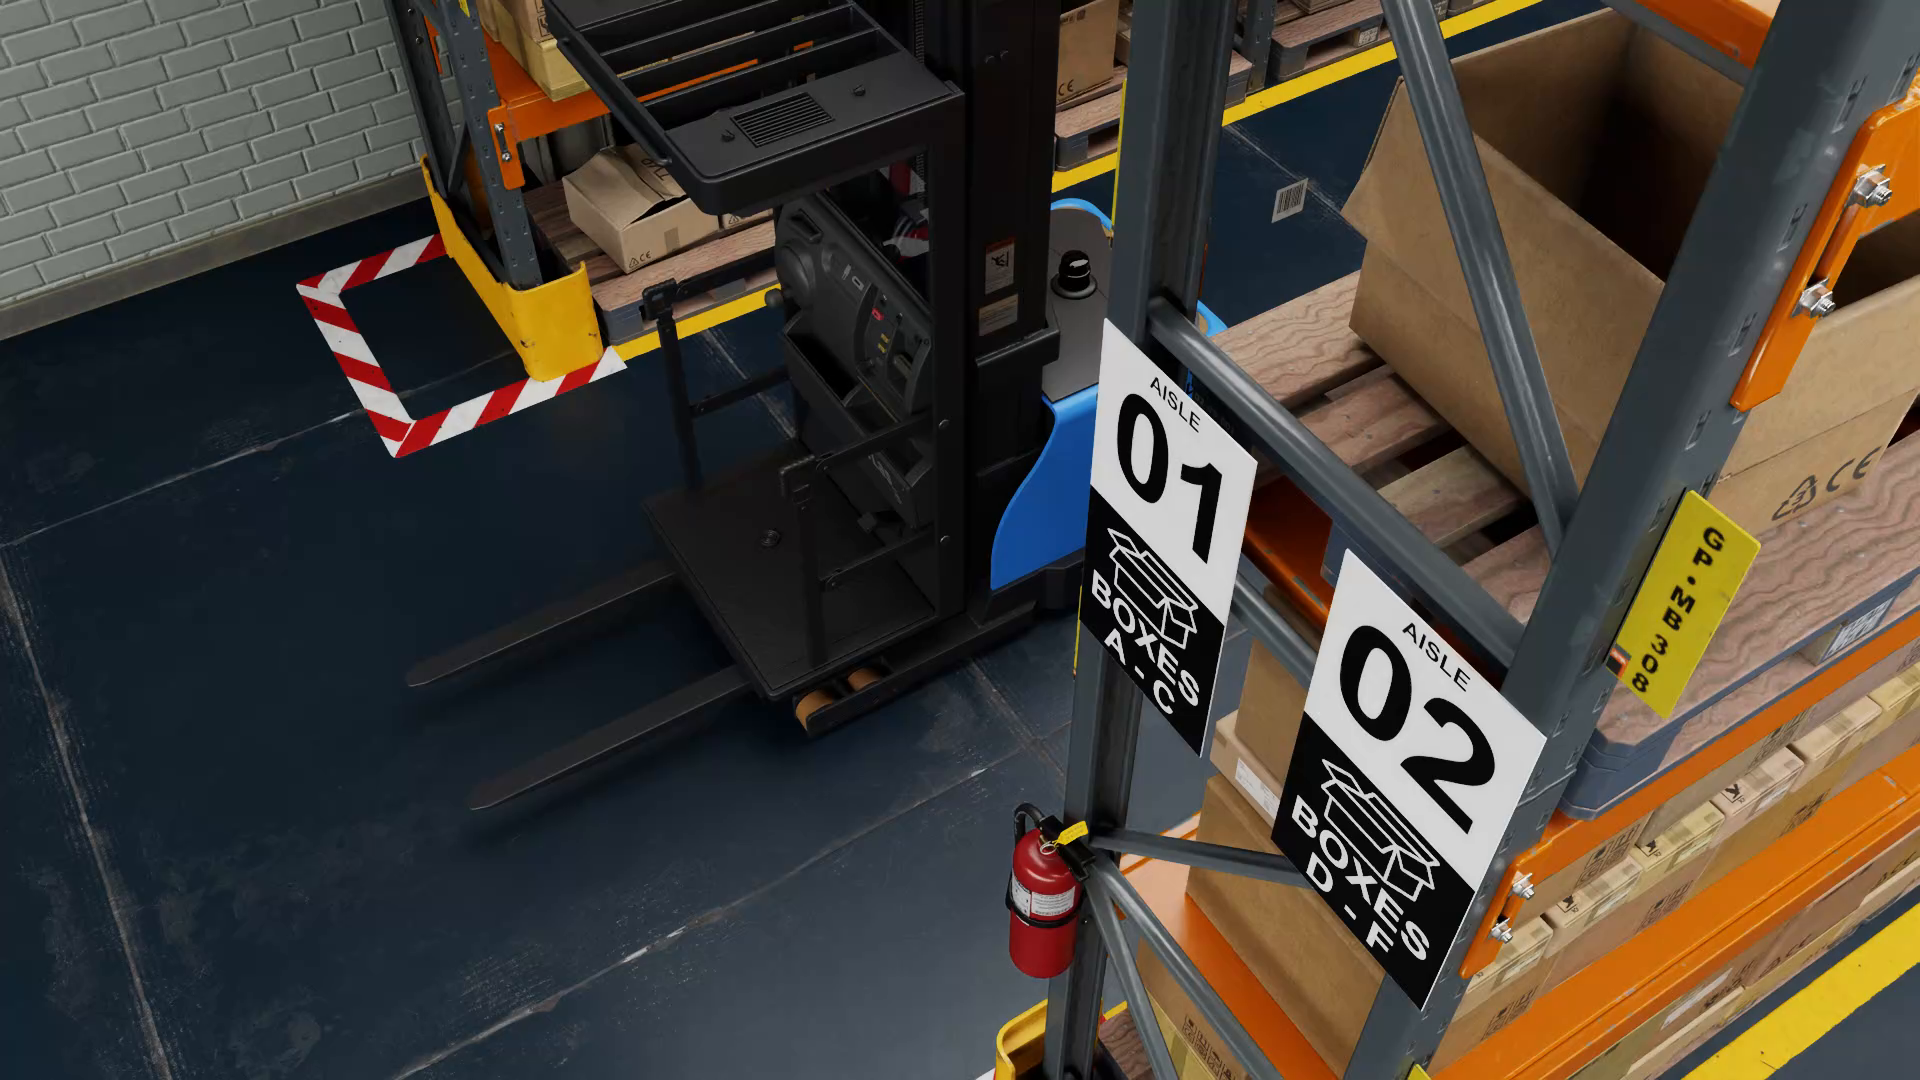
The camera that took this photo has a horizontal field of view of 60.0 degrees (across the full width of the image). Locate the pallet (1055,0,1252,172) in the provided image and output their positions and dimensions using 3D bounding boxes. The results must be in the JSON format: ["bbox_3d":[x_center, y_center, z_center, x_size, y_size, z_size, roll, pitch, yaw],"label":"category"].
[{"bbox_3d":[0.745,-2.459,8.744,1.213,0.211,1.003,-25,53,-21],"label":"pallet"}]

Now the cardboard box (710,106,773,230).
[{"bbox_3d":[-0.974,-1.781,7.779,0.500,0.311,0.500,-21,52,-18],"label":"cardboard box"}]

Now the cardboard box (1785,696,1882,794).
[{"bbox_3d":[1.876,0.363,3.862,0.250,0.149,0.380,-27,54,-22],"label":"cardboard box"}]

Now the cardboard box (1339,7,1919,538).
[{"bbox_3d":[1.046,-0.400,2.590,0.637,0.503,0.797,-22,52,-18],"label":"cardboard box"}]

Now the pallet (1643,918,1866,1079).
[{"bbox_3d":[2.212,1.157,5.523,1.213,0.211,1.003,-25,53,-21],"label":"pallet"}]

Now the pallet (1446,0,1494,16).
[{"bbox_3d":[2.984,-3.550,9.715,1.213,0.211,1.003,-25,53,-21],"label":"pallet"}]

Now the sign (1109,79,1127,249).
[{"bbox_3d":[0.280,-0.570,2.646,0.005,0.325,0.100,-25,53,-21],"label":"sign"}]

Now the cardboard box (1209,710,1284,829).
[{"bbox_3d":[0.779,0.523,3.720,0.250,0.149,0.380,-26,53,-21],"label":"cardboard box"}]

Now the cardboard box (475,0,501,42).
[{"bbox_3d":[-1.797,-2.348,6.865,0.500,0.250,0.500,-25,53,-20],"label":"cardboard box"}]

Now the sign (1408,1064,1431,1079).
[{"bbox_3d":[0.848,1.083,3.090,0.005,0.325,0.100,-25,53,-21],"label":"sign"}]

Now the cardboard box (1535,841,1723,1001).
[{"bbox_3d":[1.401,0.621,4.067,0.500,0.500,0.700,-24,53,-20],"label":"cardboard box"}]

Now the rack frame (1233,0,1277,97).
[{"bbox_3d":[1.294,-3.677,7.961,0.127,3.000,1.000,-25,53,-21],"label":"rack frame"}]

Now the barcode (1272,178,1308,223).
[{"bbox_3d":[0.555,-0.571,2.798,0.075,0.075,0.001,-25,53,-21],"label":"barcode"}]

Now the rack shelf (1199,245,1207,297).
[{"bbox_3d":[0.807,-1.059,6.569,0.240,0.259,0.215,-35,57,-27],"label":"rack shelf"}]

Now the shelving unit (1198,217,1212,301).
[{"bbox_3d":[0.807,-0.877,6.773,0.252,1.050,0.215,-35,57,-27],"label":"shelving unit"}]

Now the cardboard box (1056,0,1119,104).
[{"bbox_3d":[0.437,-2.553,8.340,0.500,0.500,0.500,-29,54,-23],"label":"cardboard box"}]

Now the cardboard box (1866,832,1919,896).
[{"bbox_3d":[2.815,0.692,5.128,0.500,0.500,0.500,-25,53,-21],"label":"cardboard box"}]

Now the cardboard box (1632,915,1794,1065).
[{"bbox_3d":[1.967,1.089,4.775,0.500,0.500,0.500,-25,53,-21],"label":"cardboard box"}]

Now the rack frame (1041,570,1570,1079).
[{"bbox_3d":[0.557,1.044,3.757,0.127,3.000,1.000,-25,53,-21],"label":"rack frame"}]

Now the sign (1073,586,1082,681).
[{"bbox_3d":[0.280,0.232,3.546,0.005,0.325,0.100,-25,53,-21],"label":"sign"}]

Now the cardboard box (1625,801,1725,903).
[{"bbox_3d":[1.438,0.570,3.678,0.250,0.149,0.380,-25,53,-21],"label":"cardboard box"}]

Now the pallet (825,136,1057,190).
[{"bbox_3d":[-0.288,-1.970,8.309,1.213,0.211,1.003,-25,53,-21],"label":"pallet"}]

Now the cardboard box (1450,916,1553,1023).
[{"bbox_3d":[1.004,0.775,3.495,0.250,0.149,0.380,-26,53,-21],"label":"cardboard box"}]

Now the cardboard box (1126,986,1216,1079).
[{"bbox_3d":[0.853,1.419,4.983,0.500,0.250,0.500,-25,53,-21],"label":"cardboard box"}]

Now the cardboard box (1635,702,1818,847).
[{"bbox_3d":[1.446,0.168,3.602,0.500,0.500,0.700,-27,53,-22],"label":"cardboard box"}]

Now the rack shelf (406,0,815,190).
[{"bbox_3d":[-0.398,-2.641,7.520,4.000,0.370,1.077,-25,53,-21],"label":"rack shelf"}]

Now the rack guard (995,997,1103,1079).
[{"bbox_3d":[0.537,1.885,4.682,0.348,0.500,1.175,-25,53,-21],"label":"rack guard"}]

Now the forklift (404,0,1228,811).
[{"bbox_3d":[-0.535,-0.726,5.379,3.031,2.935,1.130,-25,53,-21],"label":"forklift"}]

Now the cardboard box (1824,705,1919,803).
[{"bbox_3d":[2.267,0.215,4.429,0.500,0.500,0.700,-24,52,-20],"label":"cardboard box"}]

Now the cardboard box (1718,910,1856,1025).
[{"bbox_3d":[2.399,1.149,5.223,0.500,0.250,0.500,-25,53,-21],"label":"cardboard box"}]

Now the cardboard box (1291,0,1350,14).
[{"bbox_3d":[1.908,-3.296,9.001,0.500,0.500,0.700,-24,52,-20],"label":"cardboard box"}]

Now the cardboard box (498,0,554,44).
[{"bbox_3d":[-1.525,-2.289,6.311,0.500,0.500,0.500,-25,53,-21],"label":"cardboard box"}]

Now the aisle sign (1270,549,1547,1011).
[{"bbox_3d":[0.665,0.399,2.590,0.004,0.787,0.394,-25,53,-21],"label":"aisle sign"}]

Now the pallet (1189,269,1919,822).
[{"bbox_3d":[1.169,-0.189,2.906,1.213,0.211,1.003,-25,53,-21],"label":"pallet"}]

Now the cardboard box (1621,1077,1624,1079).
[{"bbox_3d":[1.550,1.544,4.871,0.500,0.250,0.500,-25,53,-21],"label":"cardboard box"}]

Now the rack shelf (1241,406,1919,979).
[{"bbox_3d":[2.249,-0.511,3.615,4.000,0.370,1.077,-25,53,-21],"label":"rack shelf"}]

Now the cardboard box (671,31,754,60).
[{"bbox_3d":[-1.075,-2.250,6.777,0.500,0.250,0.500,-27,54,-22],"label":"cardboard box"}]
